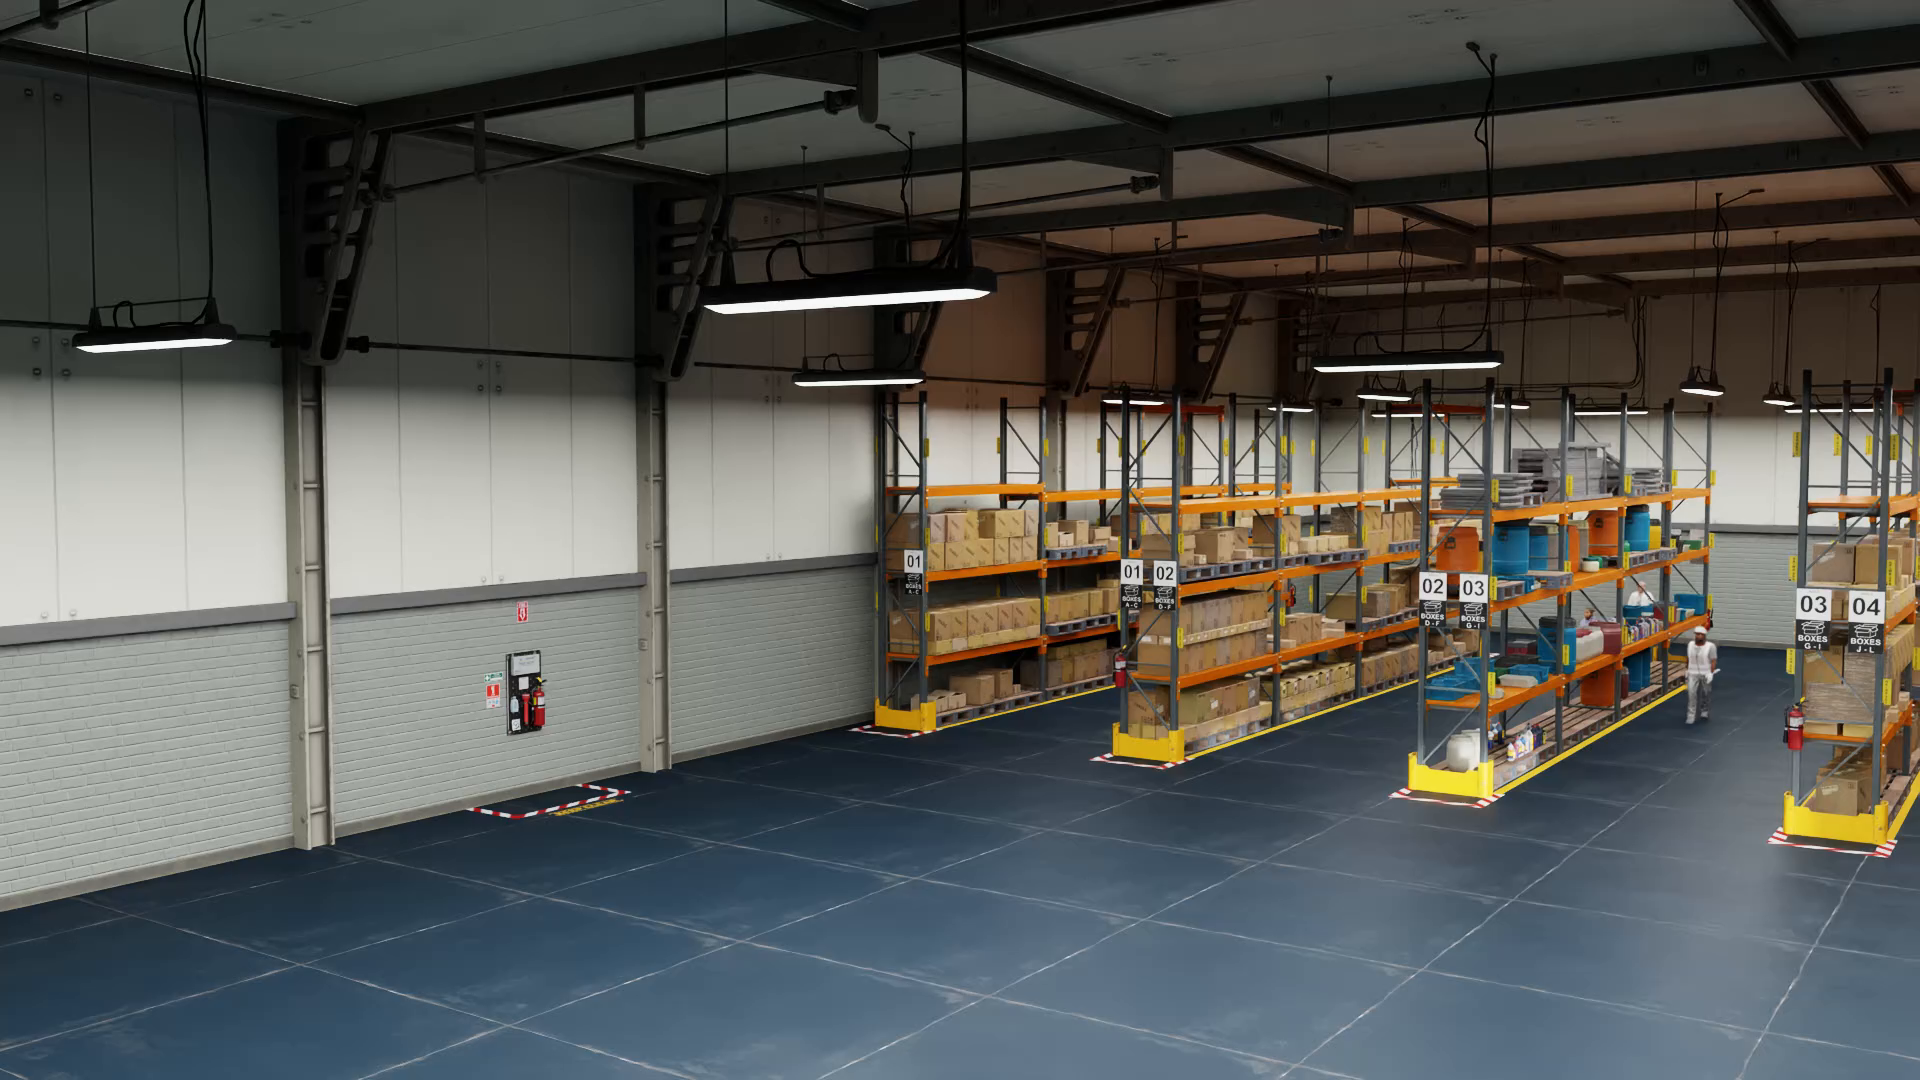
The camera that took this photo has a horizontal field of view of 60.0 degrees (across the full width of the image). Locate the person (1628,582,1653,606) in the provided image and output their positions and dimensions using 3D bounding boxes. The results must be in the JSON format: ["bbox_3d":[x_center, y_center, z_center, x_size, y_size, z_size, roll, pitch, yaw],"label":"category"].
[{"bbox_3d":[16.449,1.875,40.298,1.060,1.724,0.639,-3,4,-43],"label":"person"}]

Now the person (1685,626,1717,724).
[{"bbox_3d":[13.464,2.432,30.209,0.523,1.722,1.054,2,4,26],"label":"person"}]

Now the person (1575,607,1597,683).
[{"bbox_3d":[13.420,2.220,35.421,1.006,1.592,0.497,-2,4,-27],"label":"person"}]
